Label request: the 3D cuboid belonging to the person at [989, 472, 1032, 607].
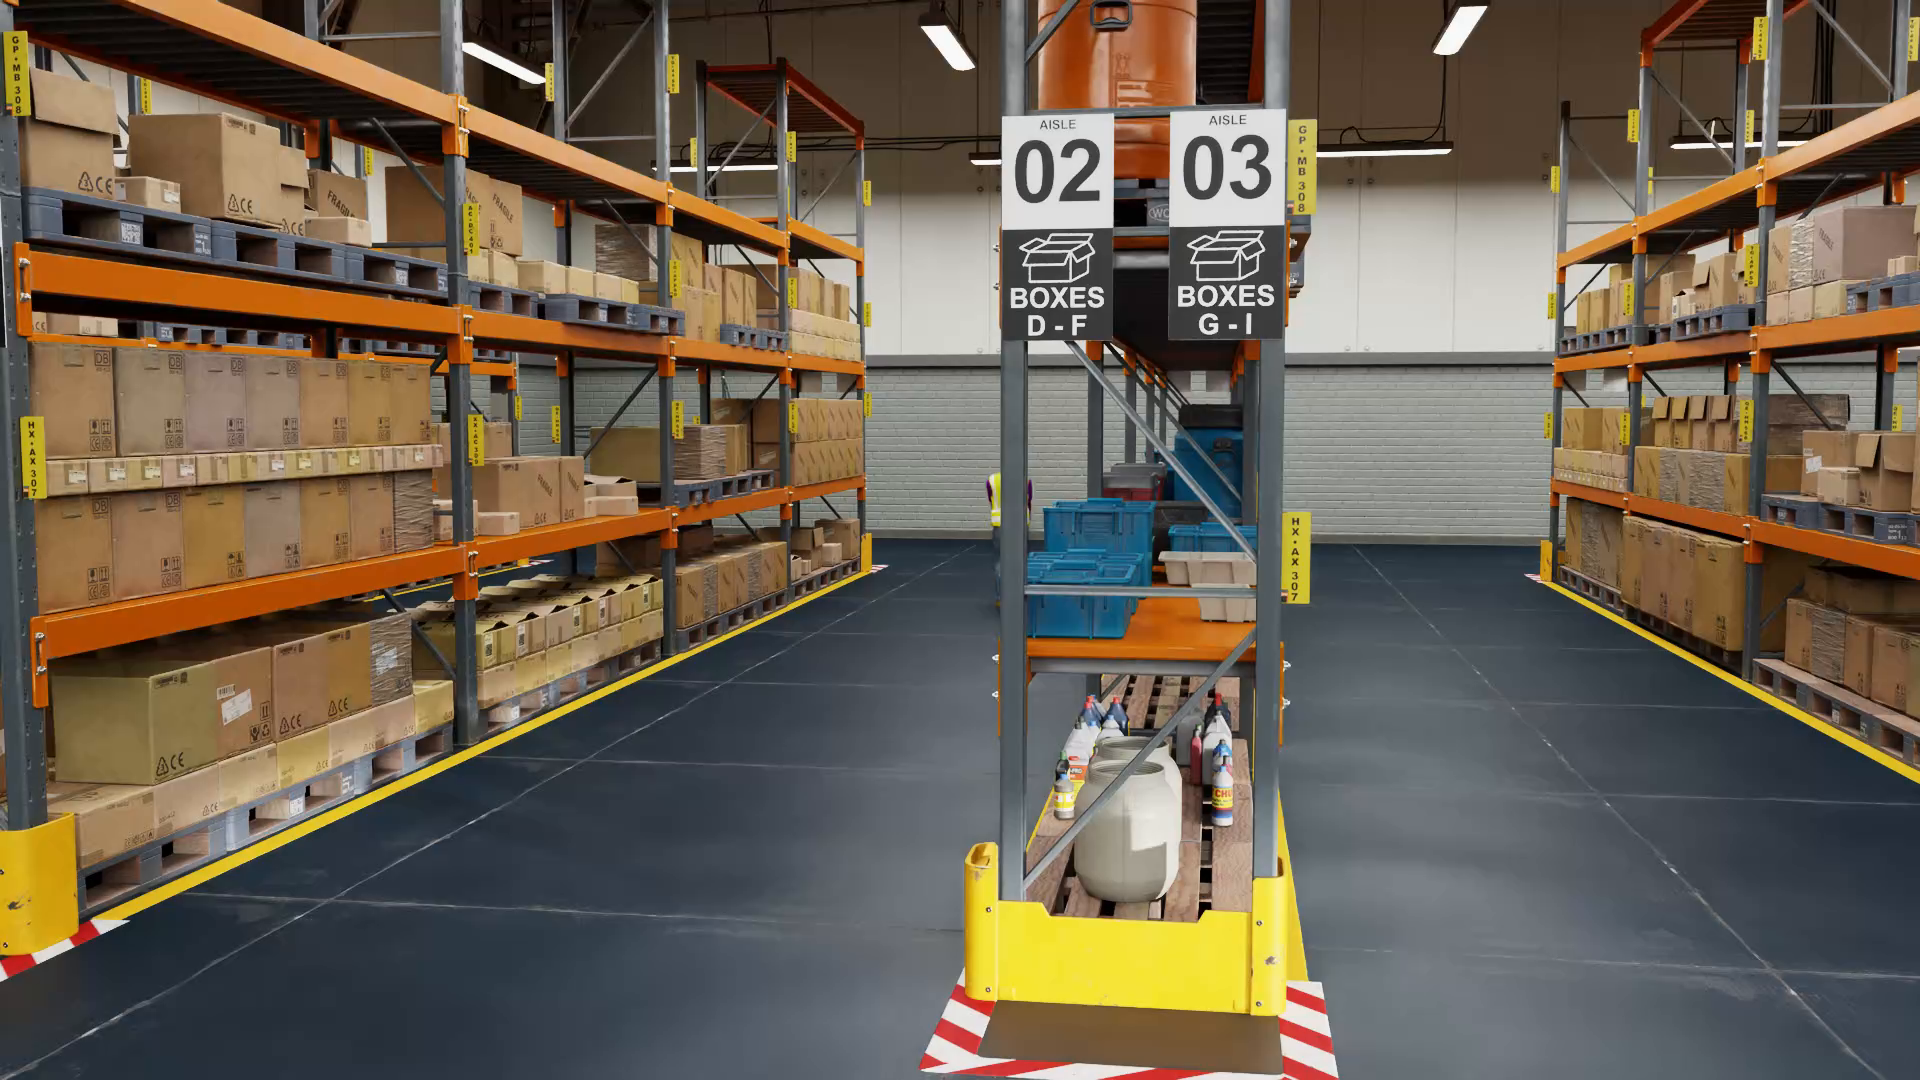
[{"bbox_3d":[12.293,-3.871,19.609,23.319,9.001,6.697,1,4,8],"label":"person"}]
